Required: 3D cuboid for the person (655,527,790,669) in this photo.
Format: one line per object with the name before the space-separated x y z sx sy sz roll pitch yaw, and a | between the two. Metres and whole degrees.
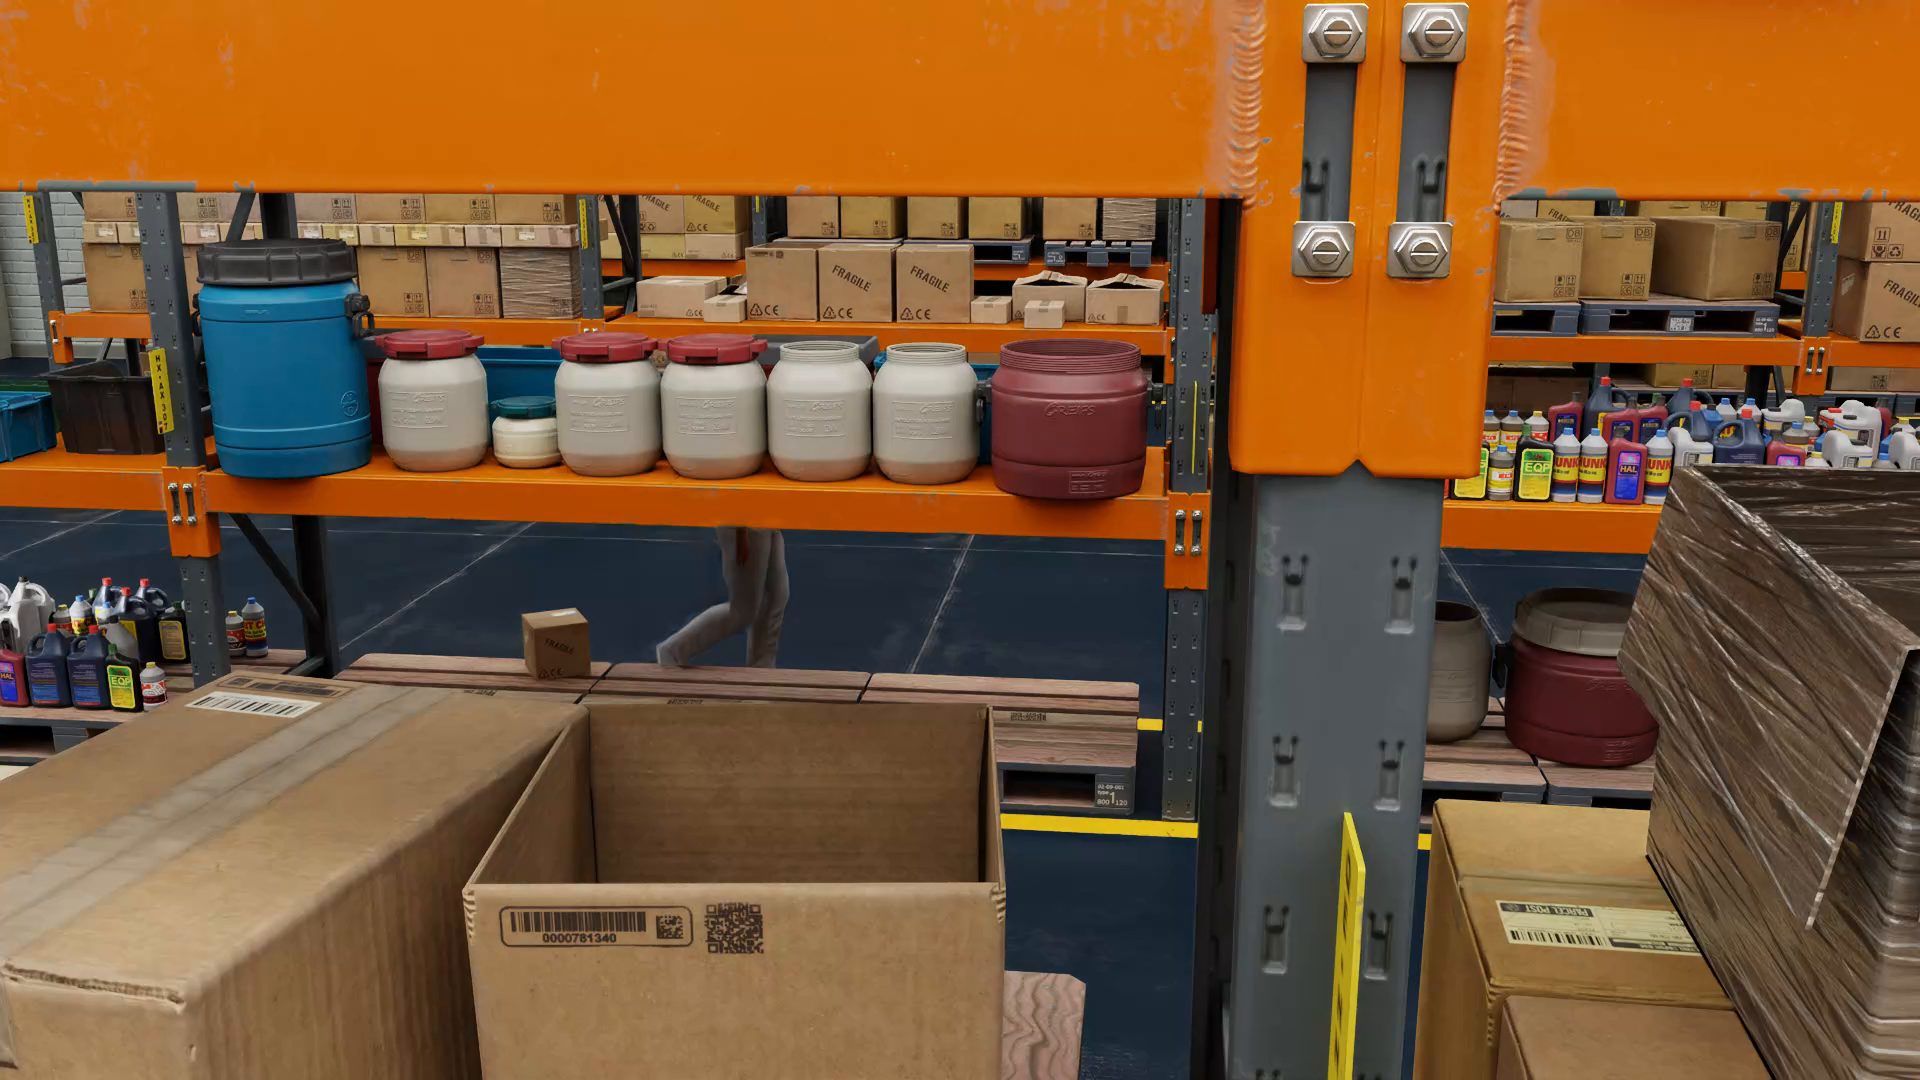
person | -1.083 -0.063 7.730 0.682 1.657 0.525 0 14 2
